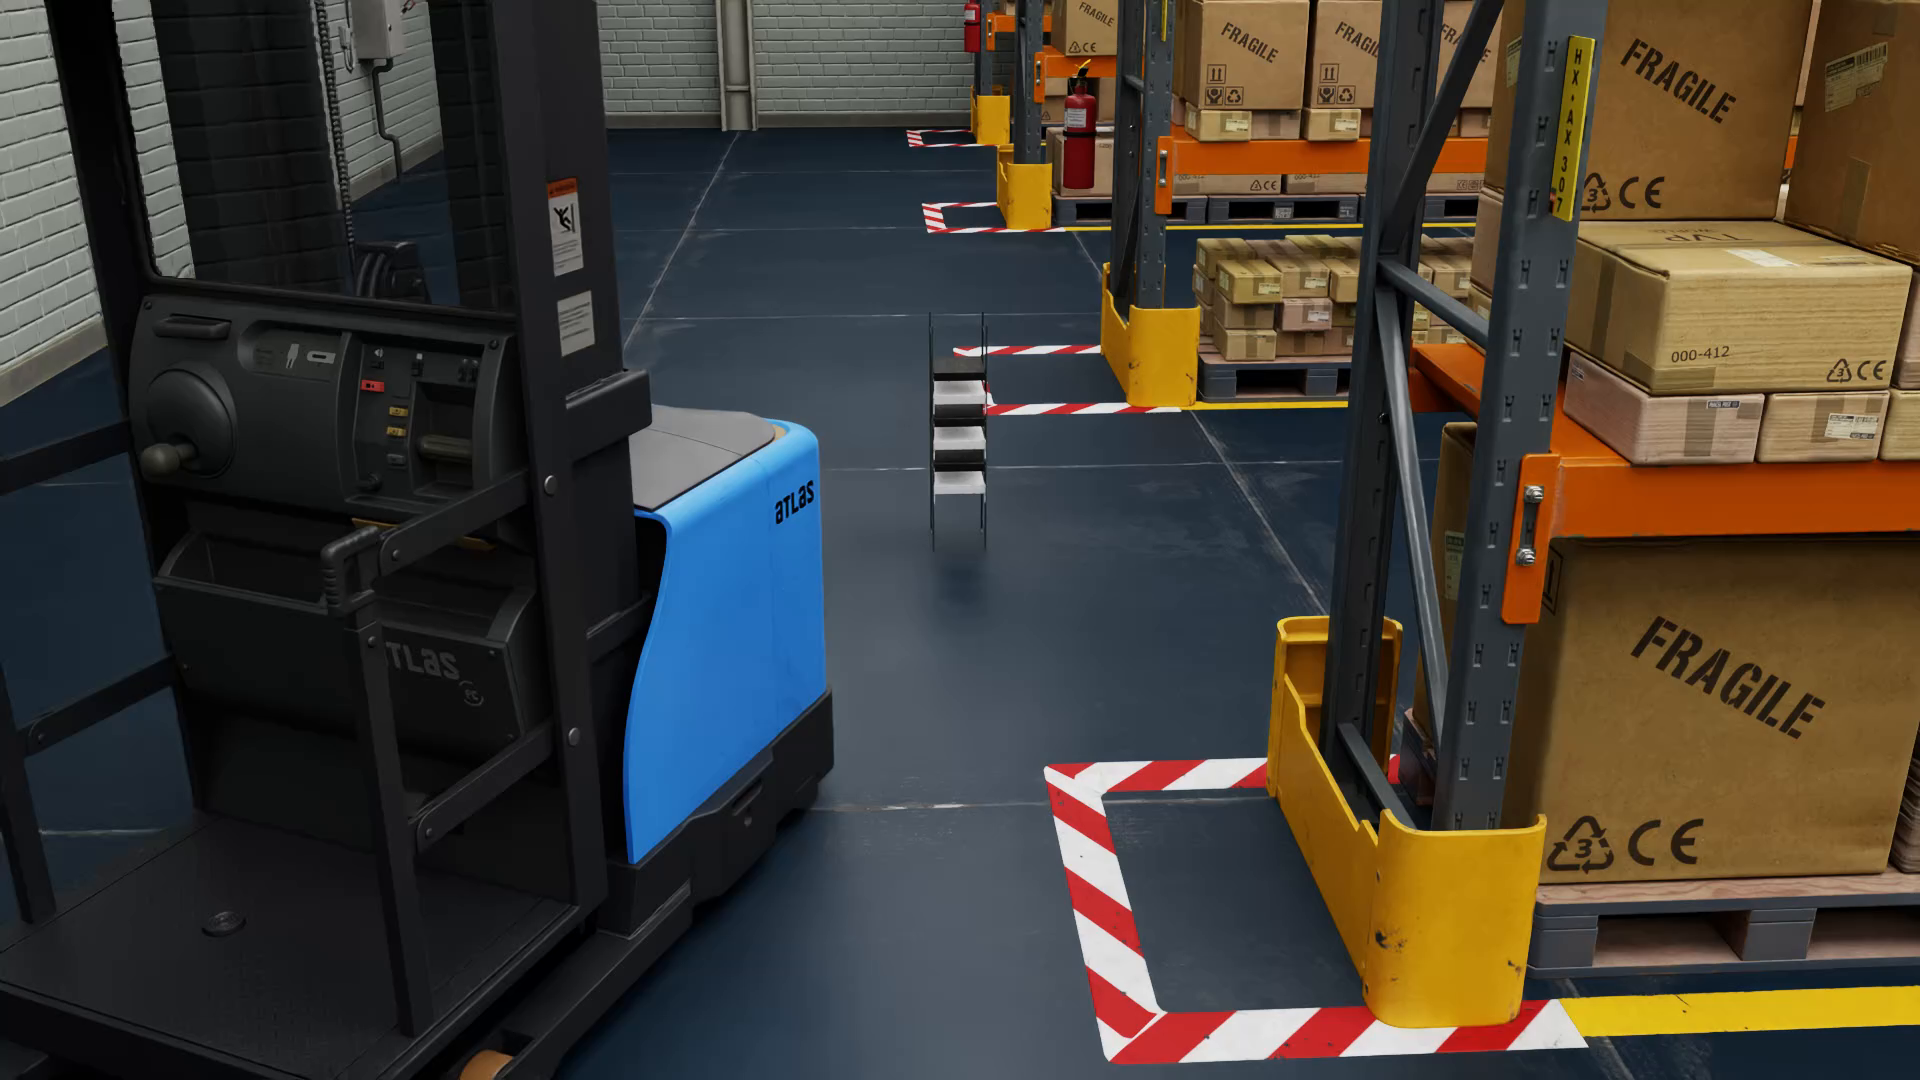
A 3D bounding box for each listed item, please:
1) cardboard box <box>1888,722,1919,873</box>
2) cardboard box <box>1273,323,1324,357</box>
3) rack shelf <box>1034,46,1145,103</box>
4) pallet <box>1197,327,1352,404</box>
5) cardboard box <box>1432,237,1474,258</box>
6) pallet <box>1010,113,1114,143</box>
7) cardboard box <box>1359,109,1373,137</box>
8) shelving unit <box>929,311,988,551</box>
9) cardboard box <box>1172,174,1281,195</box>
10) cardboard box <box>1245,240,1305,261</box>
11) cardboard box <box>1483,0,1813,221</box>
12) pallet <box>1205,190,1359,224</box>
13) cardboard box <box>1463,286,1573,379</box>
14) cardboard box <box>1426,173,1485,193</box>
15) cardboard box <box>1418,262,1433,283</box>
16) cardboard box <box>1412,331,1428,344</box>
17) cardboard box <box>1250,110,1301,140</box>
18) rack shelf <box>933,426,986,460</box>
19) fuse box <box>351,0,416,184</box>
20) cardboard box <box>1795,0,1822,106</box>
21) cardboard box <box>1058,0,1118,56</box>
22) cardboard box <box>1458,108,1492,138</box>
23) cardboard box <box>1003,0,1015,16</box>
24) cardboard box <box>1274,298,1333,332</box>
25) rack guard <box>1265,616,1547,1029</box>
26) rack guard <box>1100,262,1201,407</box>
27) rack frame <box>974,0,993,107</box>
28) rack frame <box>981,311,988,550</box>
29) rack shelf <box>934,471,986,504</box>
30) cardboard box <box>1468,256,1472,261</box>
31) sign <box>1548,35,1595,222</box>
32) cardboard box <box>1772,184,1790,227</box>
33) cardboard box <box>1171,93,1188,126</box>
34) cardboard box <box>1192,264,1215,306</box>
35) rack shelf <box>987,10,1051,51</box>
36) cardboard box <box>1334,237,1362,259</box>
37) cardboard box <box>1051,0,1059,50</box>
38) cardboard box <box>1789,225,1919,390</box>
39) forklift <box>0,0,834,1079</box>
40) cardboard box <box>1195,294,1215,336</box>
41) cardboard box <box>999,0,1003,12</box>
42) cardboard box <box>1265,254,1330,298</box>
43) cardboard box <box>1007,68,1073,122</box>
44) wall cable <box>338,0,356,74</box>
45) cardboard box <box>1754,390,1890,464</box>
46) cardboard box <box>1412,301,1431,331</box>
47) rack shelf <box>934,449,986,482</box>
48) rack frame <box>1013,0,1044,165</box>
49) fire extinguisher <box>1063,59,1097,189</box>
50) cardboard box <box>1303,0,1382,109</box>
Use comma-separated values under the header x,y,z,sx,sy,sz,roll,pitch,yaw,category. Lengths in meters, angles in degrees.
x,y,z,sx,sy,sz,roll,pitch,yaw,category
2.645,0.222,4.217,0.875,0.875,0.875,-1,21,-3,cardboard box
1.718,-1.074,8.642,0.250,0.149,0.380,-1,21,-3,cardboard box
2.533,-3.739,13.237,4.000,0.370,1.077,-1,21,-3,rack shelf
1.809,-0.981,8.900,1.213,0.211,1.003,-1,21,-3,pallet
2.736,-1.530,9.004,0.250,0.149,0.380,-2,21,-5,cardboard box
1.121,-4.513,18.177,1.213,0.211,1.003,-1,21,-3,pallet
2.036,-2.111,8.304,0.250,0.149,0.380,0,21,-1,cardboard box
-0.008,-0.420,6.460,0.210,0.900,0.258,-1,21,-3,shelving unit
2.102,-3.104,13.569,0.875,0.438,0.875,-1,21,-2,cardboard box
1.688,-1.506,8.941,0.250,0.149,0.380,-1,21,-2,cardboard box
1.573,-1.037,3.868,0.500,0.500,0.500,-1,21,-2,cardboard box
2.545,-2.799,13.677,1.213,0.211,1.003,-1,21,-3,pallet
1.439,-0.521,4.127,0.250,0.149,0.380,-1,21,-2,cardboard box
3.897,-3.140,13.664,0.875,0.438,0.875,-1,21,-4,cardboard box
2.232,-1.353,8.538,0.250,0.149,0.380,-2,21,-6,cardboard box
2.227,-1.047,8.573,0.250,0.149,0.380,-1,21,-2,cardboard box
1.513,-2.071,8.198,0.250,0.149,0.380,0,21,-1,cardboard box
-0.008,-0.389,6.472,0.200,0.077,0.258,-1,21,-3,rack shelf
-5.066,-4.059,14.877,0.414,1.711,0.539,-1,21,-3,fuse box
3.928,-2.425,8.216,0.500,0.500,0.500,-2,21,-5,cardboard box
1.032,-3.989,12.742,0.500,0.500,0.500,-1,21,-3,cardboard box
2.556,-2.103,8.282,0.250,0.149,0.380,-2,21,-4,cardboard box
0.593,-5.590,17.440,0.250,0.149,0.380,-1,21,-3,cardboard box
1.734,-1.186,8.519,0.250,0.149,0.380,-1,21,-3,cardboard box
1.078,0.654,4.200,0.348,0.500,1.175,-1,21,-3,rack guard
0.995,-1.112,8.838,0.348,0.500,1.175,-1,21,-3,rack guard
0.249,-5.798,17.634,0.127,3.000,1.000,-1,21,-3,rack frame
0.093,-0.422,6.466,0.006,0.900,0.240,-1,21,-3,rack frame
-0.008,-0.221,6.536,0.200,0.077,0.258,-1,21,-3,rack shelf
2.775,-1.344,8.516,0.250,0.149,0.380,-1,21,-2,cardboard box
1.127,-0.759,3.070,0.005,0.325,0.100,-1,21,-3,sign
2.077,-0.697,4.030,0.500,0.250,0.500,-2,21,-4,cardboard box
1.229,-2.268,8.715,0.250,0.149,0.380,-1,21,-3,cardboard box
1.430,-1.393,9.063,0.250,0.149,0.380,-2,21,-5,cardboard box
2.246,-5.502,17.868,4.000,0.370,1.077,-1,21,-3,rack shelf
2.201,-1.539,9.028,0.250,0.149,0.380,-2,21,-5,cardboard box
1.003,-4.185,13.257,0.500,0.500,0.500,-1,21,-3,cardboard box
2.115,-0.510,3.537,0.500,0.250,0.500,-1,21,-4,cardboard box
-1.389,-0.257,3.177,1.130,2.935,3.031,8,22,21,forklift
1.433,-1.227,9.045,0.250,0.149,0.380,-1,21,-2,cardboard box
0.565,-5.782,17.946,0.250,0.149,0.380,-1,21,-4,cardboard box
1.730,-1.359,8.554,0.250,0.149,0.380,-1,21,-2,cardboard box
0.865,-4.806,17.947,0.637,0.503,0.797,-2,21,-5,cardboard box
-5.185,-4.890,13.822,0.122,1.984,0.588,-1,21,-3,wall cable
1.731,-0.293,3.527,0.250,0.149,0.380,-1,21,-4,cardboard box
2.236,-1.189,8.527,0.250,0.149,0.380,-1,21,-1,cardboard box
-0.008,-0.305,6.504,0.200,0.077,0.258,-1,21,-3,rack shelf
0.536,-4.035,13.003,0.127,3.000,1.000,-1,21,-3,rack frame
0.642,-2.227,8.887,0.183,0.674,0.296,-1,21,-3,fire extinguisher
1.916,-2.395,8.137,0.500,0.500,0.500,-1,21,-3,cardboard box
